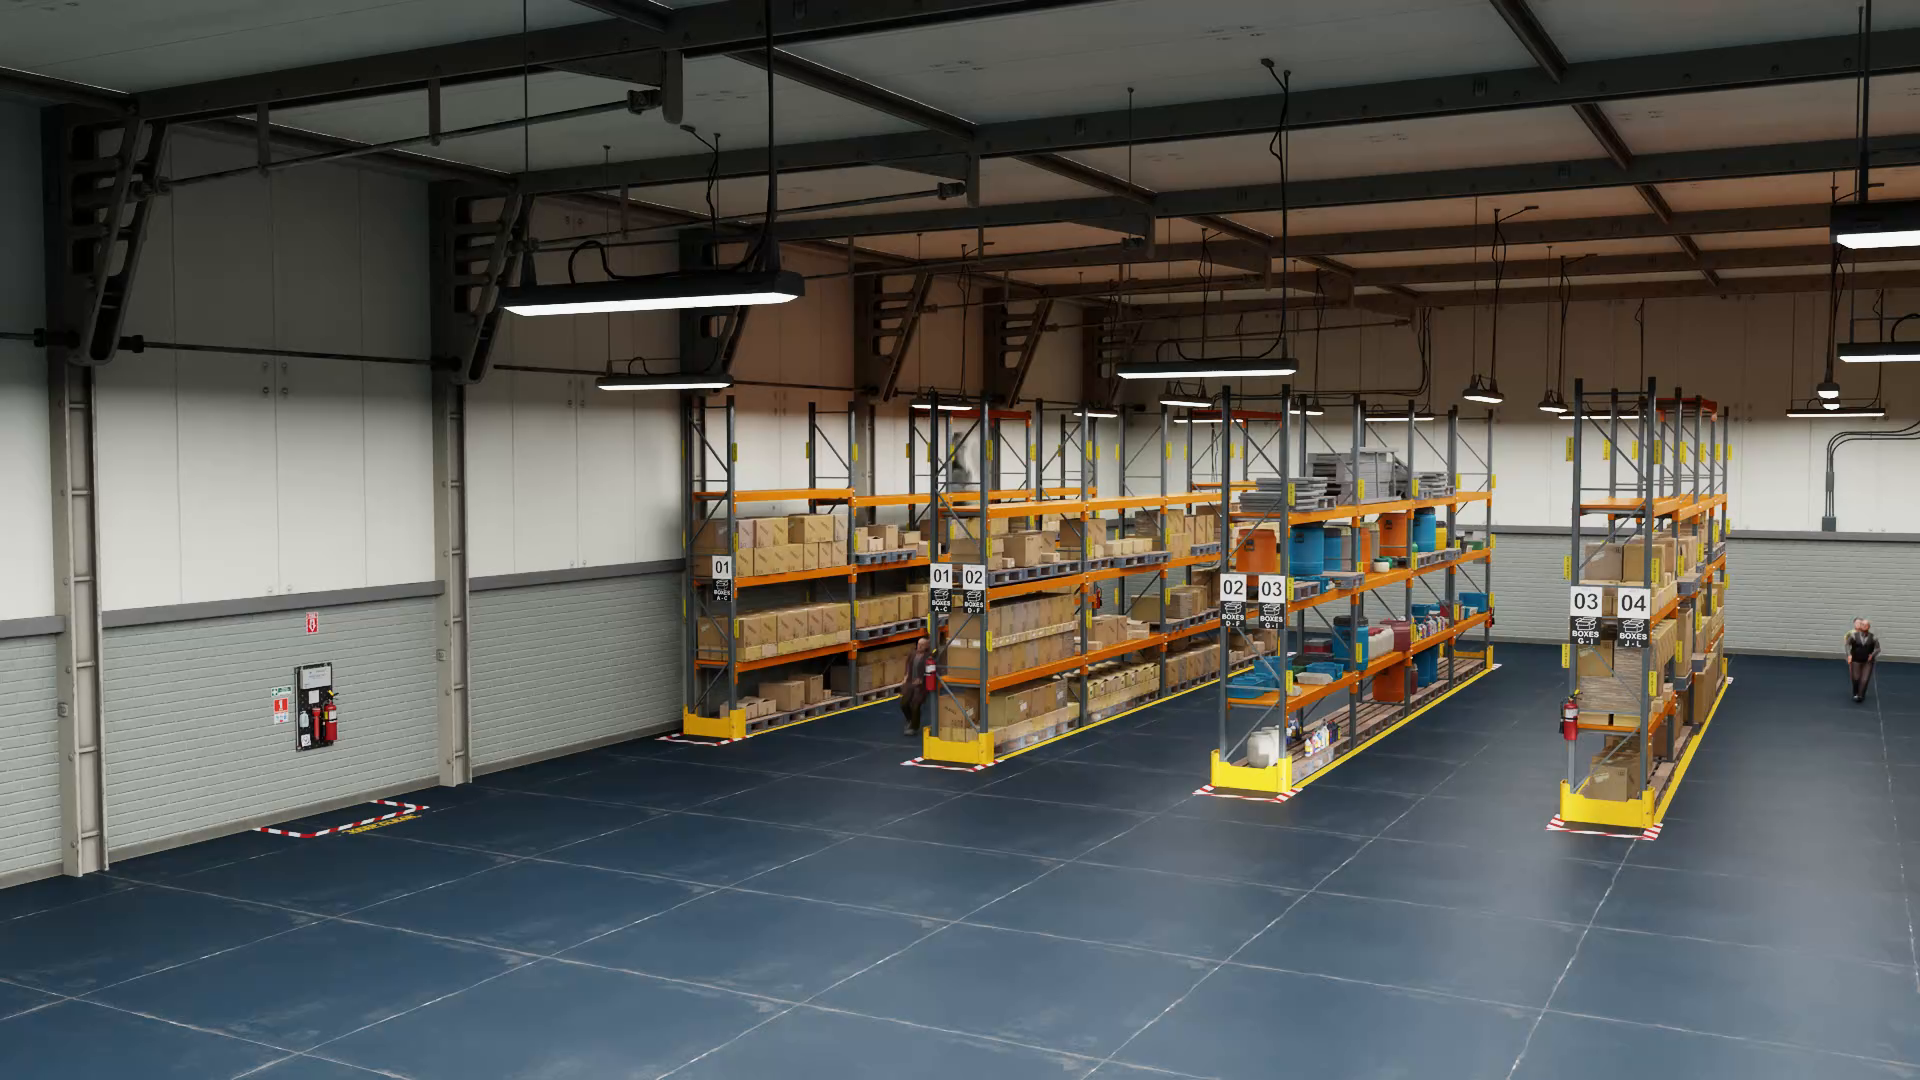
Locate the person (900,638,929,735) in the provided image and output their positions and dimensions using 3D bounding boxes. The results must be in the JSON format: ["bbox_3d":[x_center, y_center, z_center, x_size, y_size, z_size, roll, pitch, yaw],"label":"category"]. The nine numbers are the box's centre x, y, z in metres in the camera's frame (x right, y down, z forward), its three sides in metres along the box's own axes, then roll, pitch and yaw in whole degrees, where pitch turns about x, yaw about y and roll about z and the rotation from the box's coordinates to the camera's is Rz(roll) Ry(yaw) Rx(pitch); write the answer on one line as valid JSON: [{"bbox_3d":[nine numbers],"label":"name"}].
[{"bbox_3d":[-0.730,2.595,29.351,0.738,1.732,0.588,2,3,27],"label":"person"}]

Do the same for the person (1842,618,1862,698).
[{"bbox_3d":[18.385,2.405,34.052,0.582,1.630,0.566,2,4,33],"label":"person"}]

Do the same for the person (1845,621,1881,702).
[{"bbox_3d":[18.027,2.430,33.204,0.625,1.650,0.582,2,3,27],"label":"person"}]
